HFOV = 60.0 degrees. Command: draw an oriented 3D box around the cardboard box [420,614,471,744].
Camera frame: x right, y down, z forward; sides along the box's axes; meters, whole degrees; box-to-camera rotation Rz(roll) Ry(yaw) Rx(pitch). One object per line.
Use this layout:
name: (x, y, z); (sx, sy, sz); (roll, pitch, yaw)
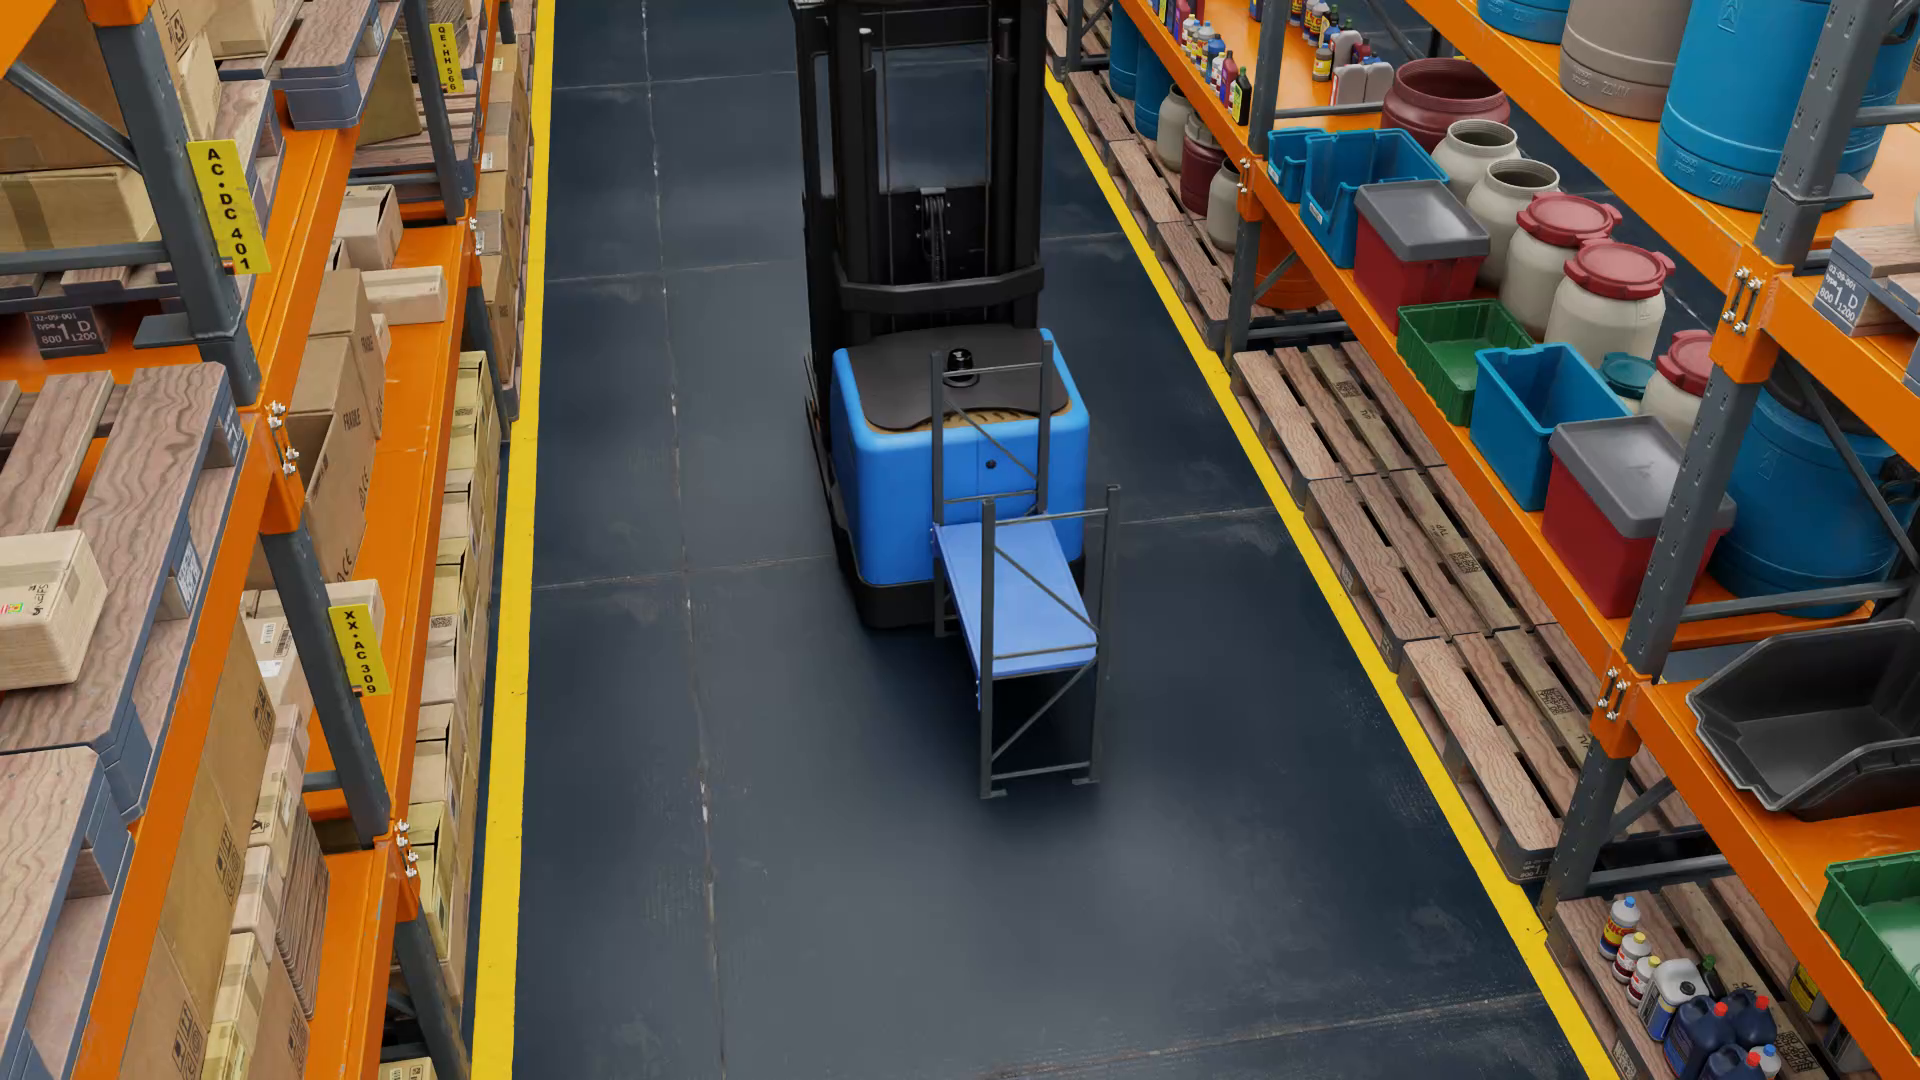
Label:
cardboard box: (-2.185, 0.545, 6.445); (0.500, 0.311, 0.500); (-7, 38, -9)

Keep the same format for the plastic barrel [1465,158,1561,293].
plastic barrel: (2.457, -1.399, 7.415); (0.421, 0.512, 0.421); (0, 38, 0)

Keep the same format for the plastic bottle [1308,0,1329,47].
plastic bottle: (2.097, -3.026, 9.704); (0.097, 0.271, 0.097); (0, 38, 0)

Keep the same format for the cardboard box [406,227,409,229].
cardboard box: (-3.280, -1.404, 9.191); (0.500, 0.500, 0.500); (-5, 38, -6)

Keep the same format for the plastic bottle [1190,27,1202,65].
plastic bottle: (1.374, -2.833, 9.513); (0.097, 0.201, 0.097); (0, 38, 0)

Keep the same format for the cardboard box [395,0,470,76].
cardboard box: (-3.078, -2.824, 8.916); (0.700, 0.500, 0.500); (0, 38, 1)

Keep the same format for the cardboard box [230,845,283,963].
cardboard box: (-1.835, 0.892, 3.947); (0.380, 0.149, 0.250); (-7, 38, -9)

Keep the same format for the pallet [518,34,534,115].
pallet: (-3.705, -3.407, 12.364); (1.003, 0.211, 1.213); (-6, 38, -8)

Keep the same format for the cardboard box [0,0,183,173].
cardboard box: (-2.253, -1.225, 4.006); (0.500, 0.500, 0.500); (-6, 38, -7)

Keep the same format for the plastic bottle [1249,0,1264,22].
plastic bottle: (1.842, -3.321, 10.020); (0.144, 0.351, 0.185); (-6, 38, -8)

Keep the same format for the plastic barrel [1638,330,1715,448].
plastic barrel: (2.742, -0.447, 6.170); (0.433, 0.535, 0.433); (0, 38, 0)

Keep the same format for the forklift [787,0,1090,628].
forklift: (-0.213, -1.664, 7.903); (1.130, 2.935, 3.031); (-7, 38, -9)

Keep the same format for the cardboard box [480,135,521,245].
cardboard box: (-2.960, -2.103, 10.091); (0.500, 0.500, 0.500); (-7, 38, -9)

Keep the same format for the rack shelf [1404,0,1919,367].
rack shelf: (2.343, -1.900, 6.292); (1.077, 0.370, 4.000); (-6, 38, -8)

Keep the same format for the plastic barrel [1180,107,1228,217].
plastic barrel: (1.692, -2.397, 10.414); (0.600, 0.588, 0.708); (-6, 38, -8)

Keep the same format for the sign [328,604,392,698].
sign: (-1.637, 0.305, 4.542); (0.100, 0.325, 0.005); (-6, 38, -8)

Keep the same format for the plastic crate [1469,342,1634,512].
plastic crate: (2.194, -0.418, 6.257); (0.392, 0.384, 0.575); (-6, 38, -8)

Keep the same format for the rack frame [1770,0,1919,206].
rack frame: (2.694, -2.161, 3.597); (1.000, 3.000, 0.127); (-6, 38, -8)

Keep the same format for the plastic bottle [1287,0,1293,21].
plastic bottle: (1.992, -3.293, 10.044); (0.152, 0.276, 0.135); (-6, 38, -8)

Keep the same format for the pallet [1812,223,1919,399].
pallet: (2.917, -0.477, 4.027); (1.213, 0.211, 1.003); (-6, 38, -8)

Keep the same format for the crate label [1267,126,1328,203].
crate label: (1.698, -1.847, 8.219); (0.303, 0.233, 0.416); (-6, 38, -8)

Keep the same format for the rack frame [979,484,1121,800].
rack frame: (0.326, 0.429, 6.375); (0.500, 1.500, 0.032); (-7, 38, -9)

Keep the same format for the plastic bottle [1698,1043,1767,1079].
plastic bottle: (2.460, 1.727, 5.283); (0.144, 0.351, 0.185); (-8, 39, -10)

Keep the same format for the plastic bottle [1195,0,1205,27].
plastic bottle: (1.411, -3.178, 9.890); (0.061, 0.283, 0.133); (-6, 38, -8)

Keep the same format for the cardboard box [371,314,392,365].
cardboard box: (-2.606, -0.814, 6.957); (0.380, 0.149, 0.250); (-4, 38, -5)

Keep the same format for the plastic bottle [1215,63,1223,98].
plastic bottle: (1.459, -2.539, 9.135); (0.097, 0.201, 0.097); (0, 38, 0)

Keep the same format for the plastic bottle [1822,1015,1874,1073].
plastic bottle: (2.983, 1.615, 5.488); (0.152, 0.276, 0.135); (-6, 38, -8)

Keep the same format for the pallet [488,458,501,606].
pallet: (-2.779, -0.075, 8.074); (1.003, 0.211, 1.213); (-6, 38, -8)

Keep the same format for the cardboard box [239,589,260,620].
cardboard box: (-2.518, 0.280, 5.454); (0.396, 0.266, 0.258); (-7, 38, -9)

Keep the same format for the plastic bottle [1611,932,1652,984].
plastic bottle: (2.336, 1.440, 5.773); (0.097, 0.201, 0.097); (0, 38, 0)

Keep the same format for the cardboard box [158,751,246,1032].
cardboard box: (-2.009, 0.759, 3.589); (0.700, 0.500, 0.500); (-6, 38, -8)

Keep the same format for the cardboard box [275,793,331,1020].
cardboard box: (-2.099, 0.966, 4.379); (0.700, 0.500, 0.500); (-7, 38, -9)

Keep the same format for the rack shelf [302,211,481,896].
rack shelf: (-2.534, -0.185, 6.530); (1.077, 0.370, 4.000); (-6, 38, -8)

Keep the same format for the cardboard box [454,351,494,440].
cardboard box: (-2.550, -0.689, 8.034); (0.500, 0.311, 0.500); (-5, 38, -7)

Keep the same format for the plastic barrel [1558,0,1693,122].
plastic barrel: (2.276, -1.853, 5.237); (0.600, 0.901, 0.600); (0, 38, 0)

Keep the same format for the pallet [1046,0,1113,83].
pallet: (1.124, -3.963, 13.079); (1.003, 0.211, 1.213); (-6, 38, -8)

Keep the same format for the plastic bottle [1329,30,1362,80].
plastic bottle: (2.154, -2.735, 9.326); (0.152, 0.276, 0.135); (-6, 38, -8)

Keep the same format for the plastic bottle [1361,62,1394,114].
plastic bottle: (2.235, -2.455, 8.966); (0.152, 0.276, 0.135); (-6, 38, -8)

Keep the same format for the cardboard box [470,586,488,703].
cardboard box: (-2.280, 0.460, 7.012); (0.500, 0.250, 0.500); (-6, 38, -7)

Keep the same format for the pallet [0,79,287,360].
pallet: (-2.351, -0.902, 4.577); (0.805, 0.209, 1.217); (-8, 39, -10)

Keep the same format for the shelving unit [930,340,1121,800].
shelving unit: (0.229, 0.123, 6.769); (0.538, 1.500, 1.048); (-7, 38, -9)

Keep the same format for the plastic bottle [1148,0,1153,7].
plastic bottle: (1.211, -3.421, 10.214); (0.097, 0.271, 0.097); (0, 38, 0)

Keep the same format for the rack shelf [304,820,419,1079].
rack shelf: (-1.833, 2.231, 3.420); (1.077, 0.370, 4.000); (-6, 38, -8)

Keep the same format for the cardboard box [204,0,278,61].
cardboard box: (-2.458, -1.714, 5.246); (0.500, 0.250, 0.500); (-9, 39, -12)

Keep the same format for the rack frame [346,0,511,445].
rack frame: (-2.885, -1.677, 7.864); (1.000, 3.000, 0.127); (-6, 38, -8)

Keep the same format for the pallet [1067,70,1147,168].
pallet: (1.386, -3.052, 11.907); (1.003, 0.211, 1.213); (-6, 38, -8)
